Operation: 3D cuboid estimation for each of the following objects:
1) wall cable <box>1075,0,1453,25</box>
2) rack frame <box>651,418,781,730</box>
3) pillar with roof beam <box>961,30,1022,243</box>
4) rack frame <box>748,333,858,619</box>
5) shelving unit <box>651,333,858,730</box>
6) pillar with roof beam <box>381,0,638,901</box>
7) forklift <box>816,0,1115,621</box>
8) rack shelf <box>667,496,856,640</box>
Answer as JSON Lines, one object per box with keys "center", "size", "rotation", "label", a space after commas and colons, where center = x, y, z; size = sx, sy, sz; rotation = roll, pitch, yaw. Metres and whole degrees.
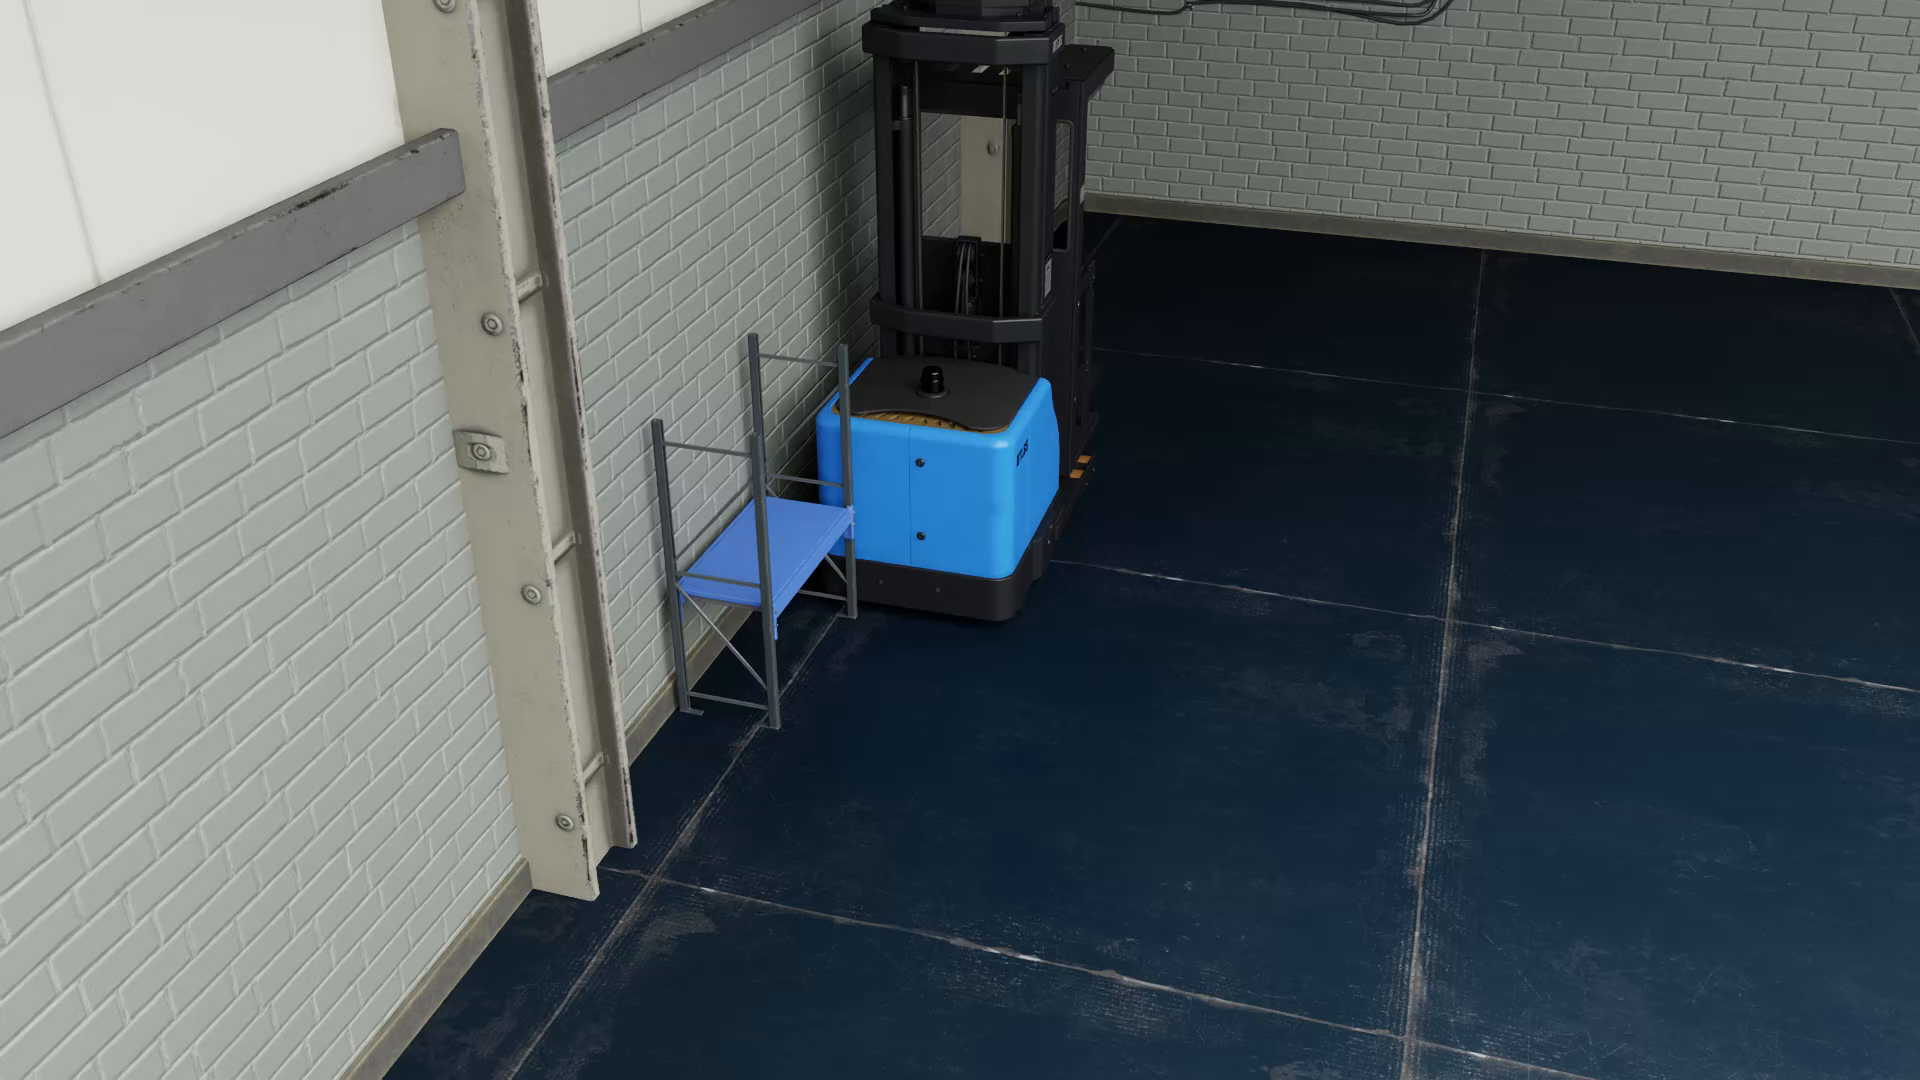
{"center": [2.334, -5.213, 12.558], "size": [3.097, 2.526, 0.112], "rotation": [8, 30, 15], "label": "wall cable"}
{"center": [-1.073, 0.179, 7.385], "size": [0.500, 1.500, 0.032], "rotation": [9, 30, 15], "label": "rack frame"}
{"center": [4.321, -4.775, 8.577], "size": [9.100, 9.000, 0.400], "rotation": [8, 30, 15], "label": "pillar with roof beam"}
{"center": [-0.769, -0.292, 8.233], "size": [0.500, 1.500, 0.032], "rotation": [9, 30, 15], "label": "rack frame"}
{"center": [-0.921, -0.056, 7.809], "size": [0.538, 1.500, 1.048], "rotation": [9, 30, 15], "label": "shelving unit"}
{"center": [2.560, -1.987, 3.564], "size": [9.100, 9.000, 0.400], "rotation": [8, 30, 15], "label": "pillar with roof beam"}
{"center": [0.178, -1.575, 9.065], "size": [1.130, 2.935, 3.031], "rotation": [8, 30, 14], "label": "forklift"}
{"center": [-0.921, 0.101, 7.896], "size": [0.538, 0.185, 1.000], "rotation": [9, 30, 15], "label": "rack shelf"}
